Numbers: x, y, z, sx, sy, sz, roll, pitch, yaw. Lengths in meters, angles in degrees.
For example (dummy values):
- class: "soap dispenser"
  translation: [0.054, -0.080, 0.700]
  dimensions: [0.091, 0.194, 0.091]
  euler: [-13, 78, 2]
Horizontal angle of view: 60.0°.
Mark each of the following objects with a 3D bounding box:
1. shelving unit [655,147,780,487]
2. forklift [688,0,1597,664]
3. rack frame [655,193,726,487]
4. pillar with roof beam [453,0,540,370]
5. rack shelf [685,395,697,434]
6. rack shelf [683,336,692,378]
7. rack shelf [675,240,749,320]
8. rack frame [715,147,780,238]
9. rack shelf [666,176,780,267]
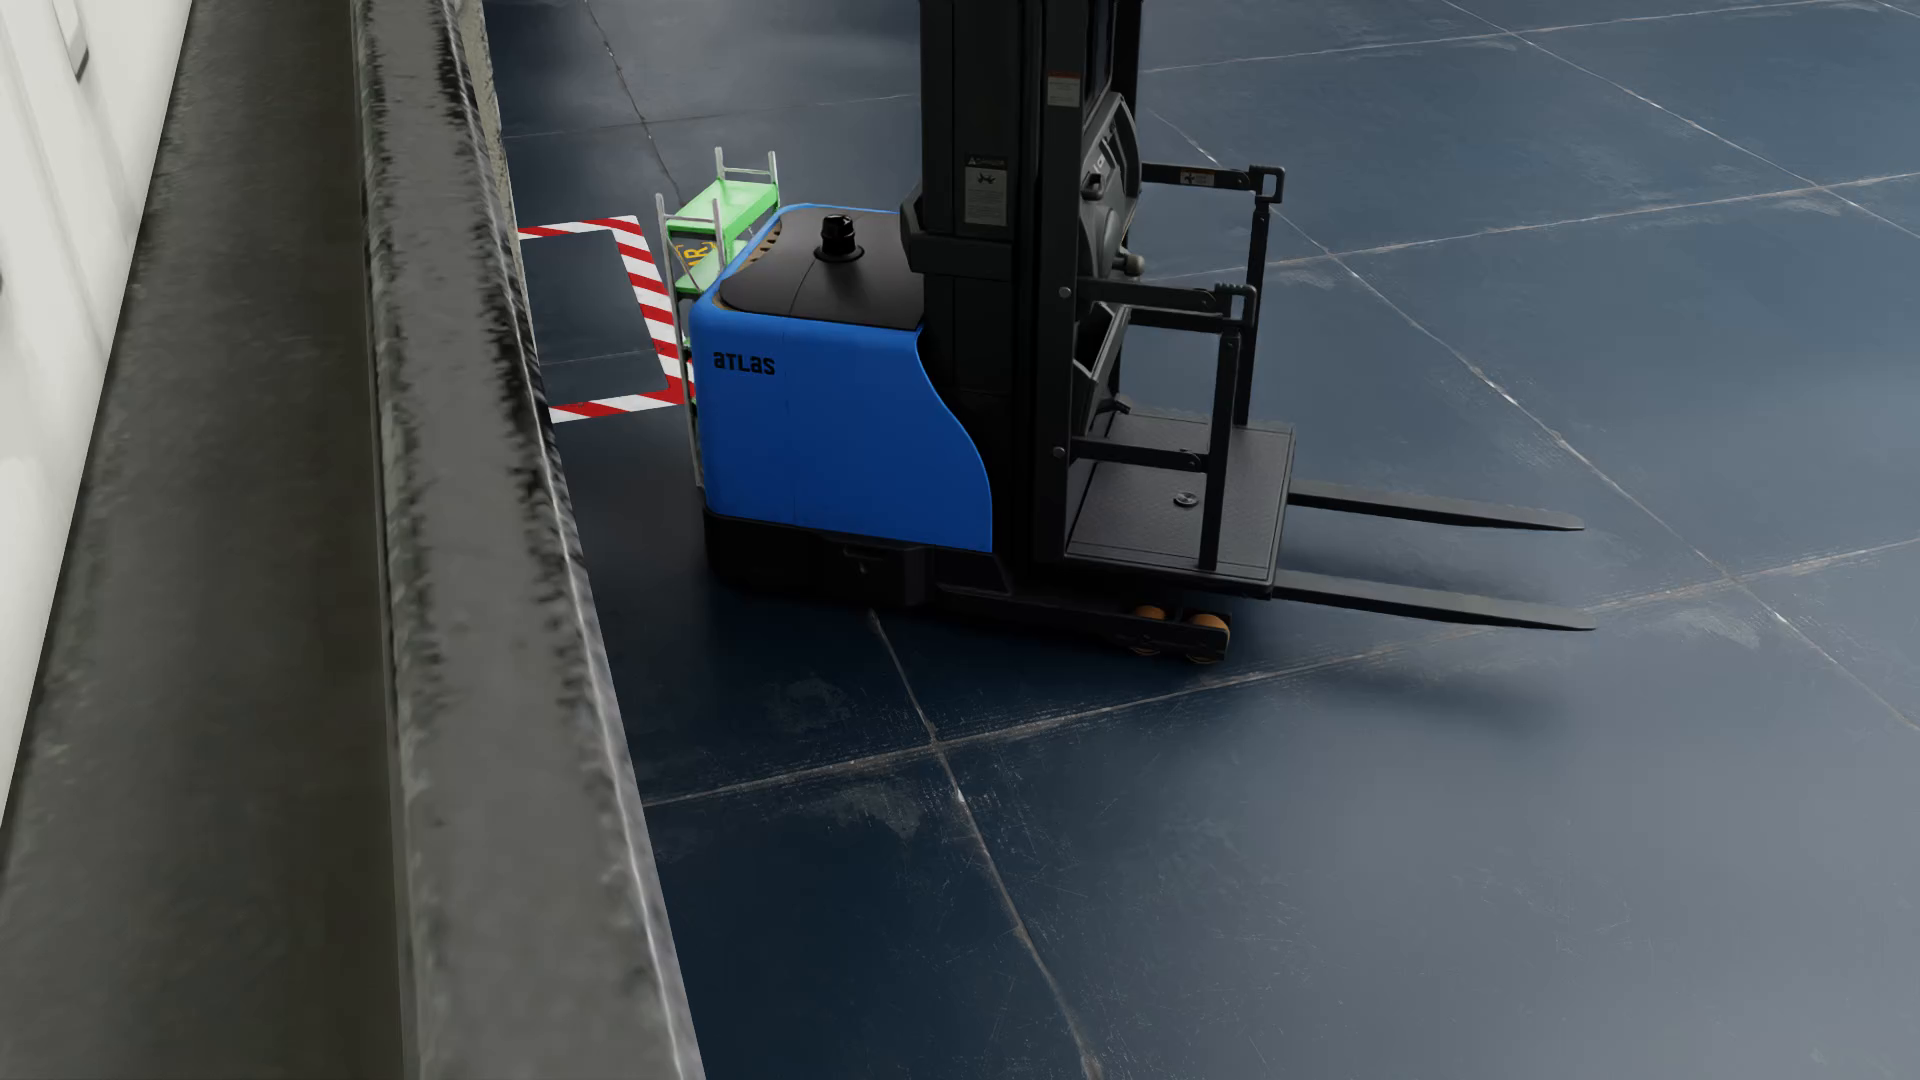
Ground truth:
- class: "shelving unit"
  translation: [-0.862, -0.830, 6.362]
  dimensions: [0.258, 1.200, 0.503]
  euler: [8, 34, 16]
- class: "forklift"
  translation: [0.668, -1.132, 5.258]
  dimensions: [3.031, 2.935, 1.130]
  euler: [8, 34, 12]
- class: "rack frame"
  translation: [-0.939, -0.702, 6.168]
  dimensions: [0.240, 1.200, 0.015]
  euler: [8, 34, 16]
- class: "pillar with roof beam"
  translation: [2.897, -3.635, 3.543]
  dimensions: [9.100, 9.000, 0.400]
  euler: [-10, 35, -15]
- class: "rack shelf"
  translation: [-0.851, -0.574, 6.526]
  dimensions: [0.258, 0.148, 0.480]
  euler: [8, 34, 16]
- class: "rack shelf"
  translation: [-0.860, -0.776, 6.396]
  dimensions: [0.258, 0.148, 0.480]
  euler: [8, 34, 16]
- class: "rack shelf"
  translation: [-0.869, -0.978, 6.267]
  dimensions: [0.258, 0.148, 0.480]
  euler: [8, 34, 16]
- class: "rack frame"
  translation: [-0.786, -0.958, 6.555]
  dimensions: [0.240, 1.200, 0.015]
  euler: [8, 34, 16]
- class: "rack shelf"
  translation: [-0.878, -1.180, 6.137]
  dimensions: [0.258, 0.148, 0.480]
  euler: [8, 34, 16]
